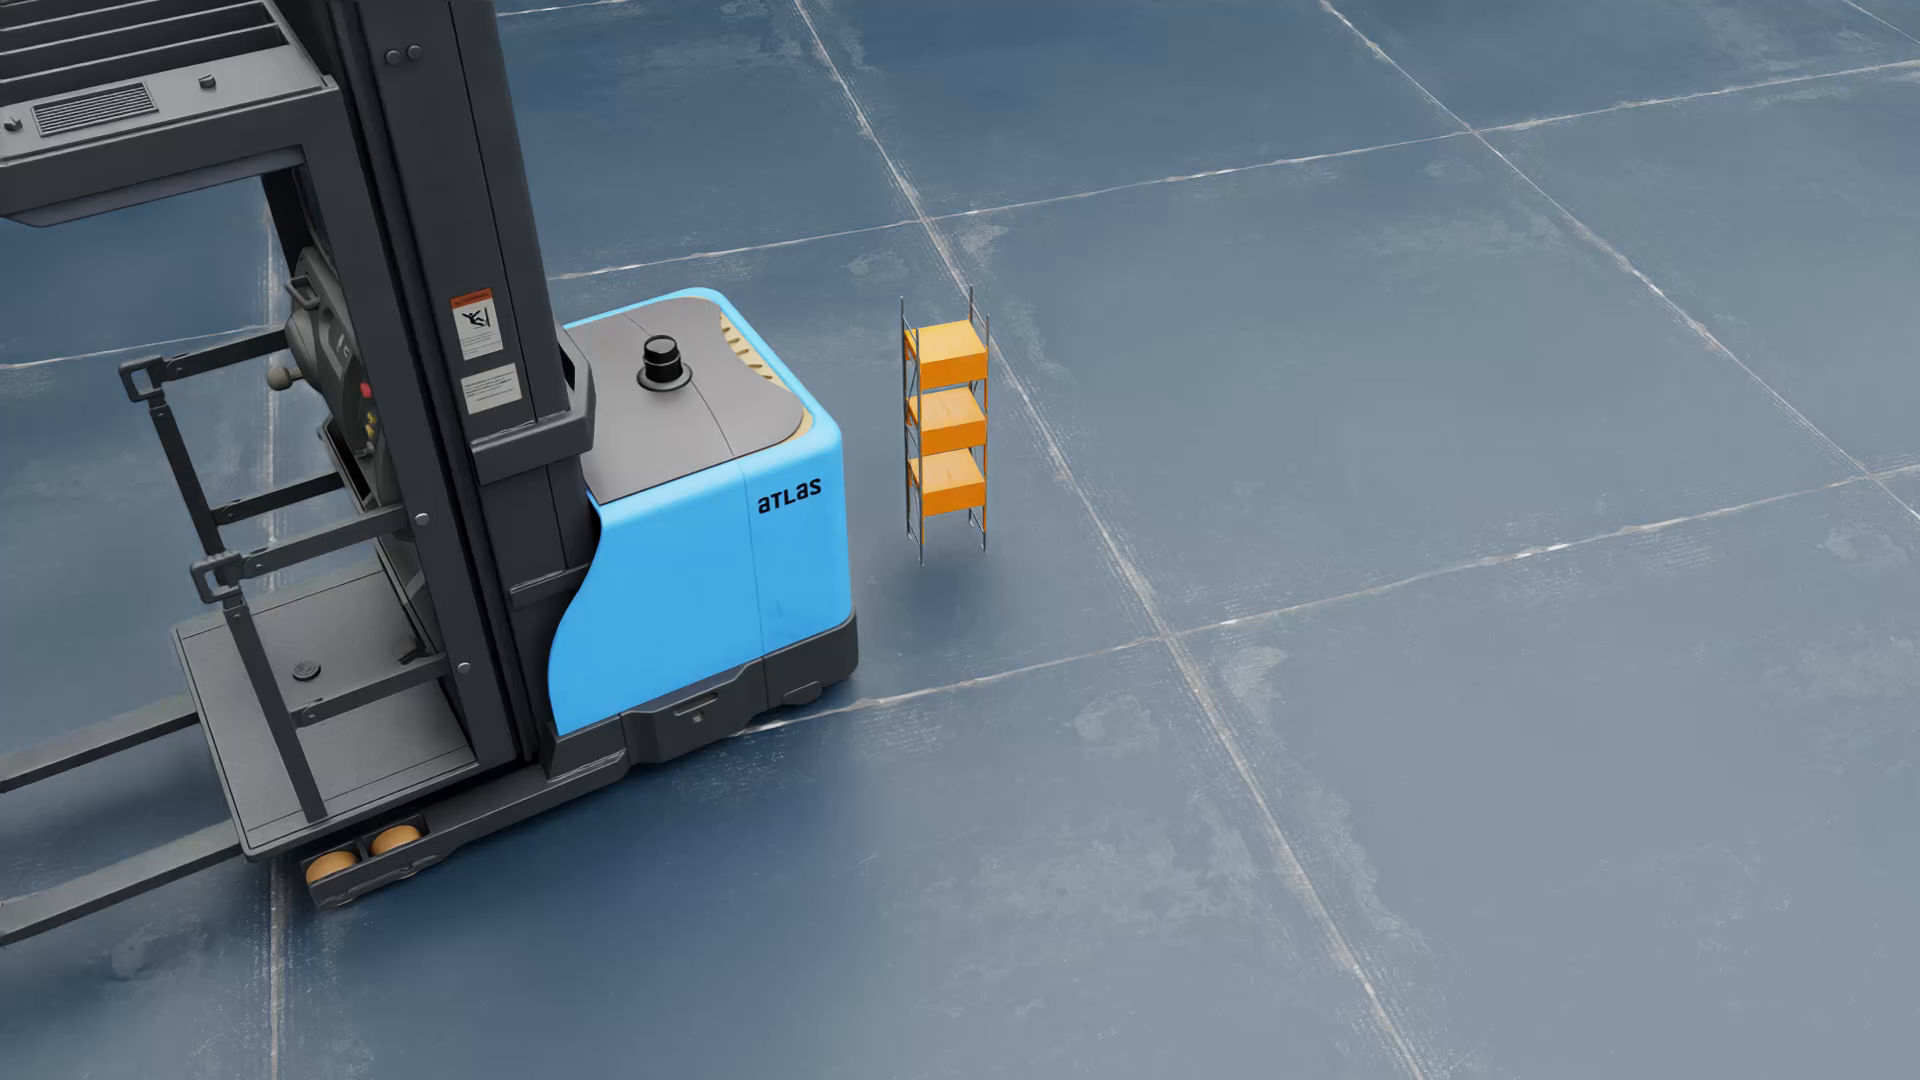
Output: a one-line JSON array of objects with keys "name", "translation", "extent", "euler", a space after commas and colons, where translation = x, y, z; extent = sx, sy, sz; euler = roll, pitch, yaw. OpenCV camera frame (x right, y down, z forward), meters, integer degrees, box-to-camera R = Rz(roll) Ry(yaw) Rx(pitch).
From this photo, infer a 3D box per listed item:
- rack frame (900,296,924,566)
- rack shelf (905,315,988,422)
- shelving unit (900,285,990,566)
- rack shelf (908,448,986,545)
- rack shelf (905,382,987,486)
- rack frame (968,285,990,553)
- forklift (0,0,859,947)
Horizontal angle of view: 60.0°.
[{"name": "rack frame", "translation": [-0.167, -0.361, 5.865], "extent": [0.008, 1.050, 0.200], "euler": [-12, 42, -13]}, {"name": "rack shelf", "translation": [-0.051, -0.591, 5.713], "extent": [0.240, 0.259, 0.215], "euler": [-12, 42, -13]}, {"name": "shelving unit", "translation": [-0.051, -0.385, 5.892], "extent": [0.252, 1.050, 0.215], "euler": [-12, 42, -13]}, {"name": "rack shelf", "translation": [-0.051, -0.168, 6.082], "extent": [0.240, 0.259, 0.215], "euler": [-12, 42, -13]}, {"name": "rack shelf", "translation": [-0.051, -0.377, 5.899], "extent": [0.240, 0.259, 0.215], "euler": [-12, 42, -13]}, {"name": "rack frame", "translation": [0.065, -0.409, 5.920], "extent": [0.008, 1.050, 0.200], "euler": [-12, 42, -13]}, {"name": "forklift", "translation": [-1.877, -0.406, 4.487], "extent": [3.031, 2.935, 1.130], "euler": [-21, 45, -22]}]
